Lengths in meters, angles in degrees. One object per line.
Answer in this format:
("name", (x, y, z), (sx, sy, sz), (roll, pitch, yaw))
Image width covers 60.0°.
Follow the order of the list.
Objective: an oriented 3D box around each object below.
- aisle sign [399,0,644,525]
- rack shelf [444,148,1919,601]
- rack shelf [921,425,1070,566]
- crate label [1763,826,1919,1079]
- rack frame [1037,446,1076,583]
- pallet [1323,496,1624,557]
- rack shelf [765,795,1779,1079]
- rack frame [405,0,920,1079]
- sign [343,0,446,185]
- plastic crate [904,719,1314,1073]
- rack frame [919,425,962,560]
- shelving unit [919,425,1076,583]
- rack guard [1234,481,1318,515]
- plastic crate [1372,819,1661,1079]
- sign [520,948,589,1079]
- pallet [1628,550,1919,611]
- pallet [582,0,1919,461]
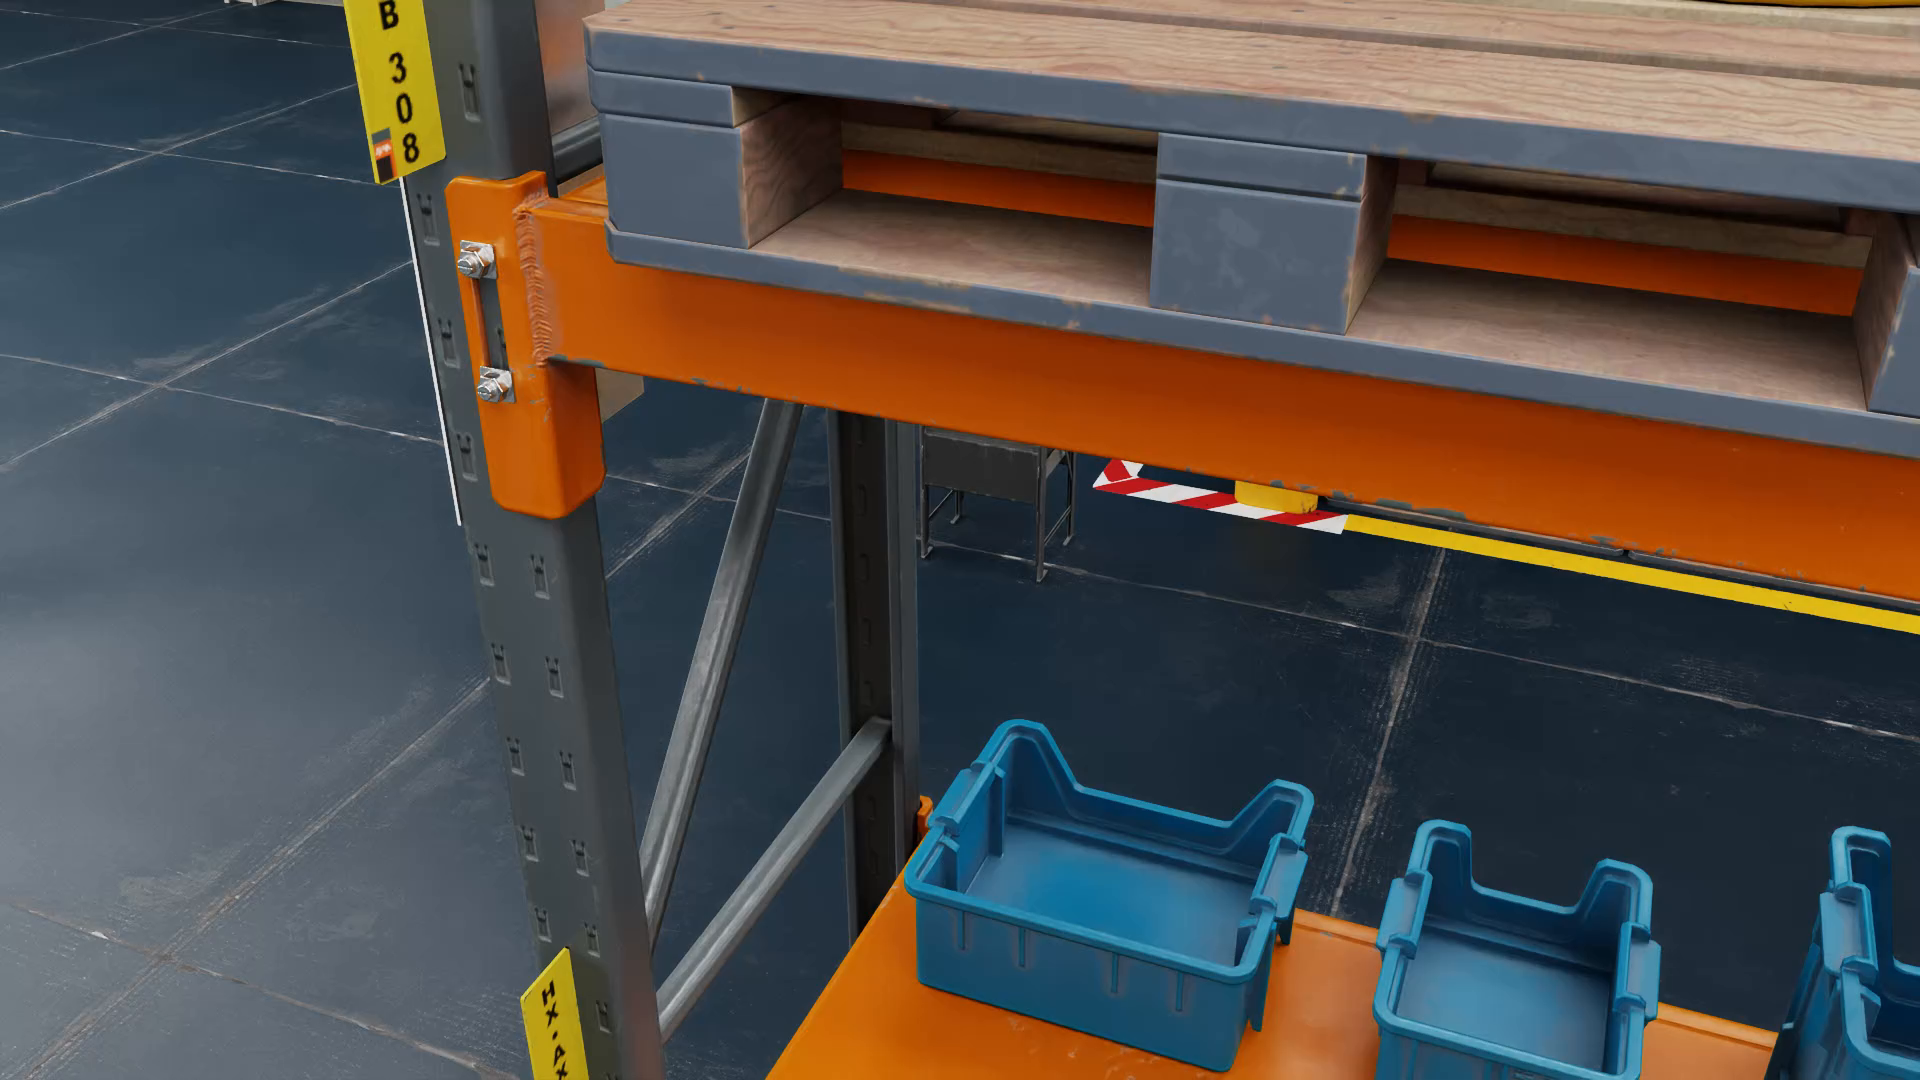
("aisle sign", (-0.495, -0.449, 1.854), (0.004, 0.787, 0.394), (11, 31, 19))
("rack shelf", (1.535, -0.060, 1.491), (4.000, 0.370, 1.077), (11, 31, 19))
("rack shelf", (0.153, -0.262, 6.530), (0.480, 0.518, 0.431), (11, 31, 19))
("crate label", (1.489, 0.764, 2.314), (0.616, 0.435, 0.502), (11, 31, 19))
("rack frame", (0.379, -0.838, 6.099), (0.015, 2.100, 0.400), (11, 31, 19))
("pallet", (2.272, -0.359, 7.171), (1.213, 0.211, 1.003), (11, 31, 19))
("rack shelf", (1.535, 1.245, 2.229), (4.000, 0.370, 1.077), (11, 31, 19))
("rack frame", (-0.319, 0.564, 2.704), (0.053, 2.616, 0.949), (11, 31, 19))
("sign", (-0.529, -0.497, 1.524), (0.005, 0.325, 0.100), (11, 31, 19))
("plastic crate", (0.259, 0.583, 2.821), (0.616, 0.251, 0.499), (11, 31, 19))
("rack frame", (-0.073, -0.929, 6.259), (0.015, 2.100, 0.400), (11, 31, 19))
("shelving unit", (0.153, -0.883, 6.179), (0.503, 2.100, 0.431), (11, 31, 19))
("rack guard", (1.526, -0.612, 7.324), (0.348, 0.500, 1.175), (11, 31, 19))
("plastic crate", (0.858, 0.706, 2.604), (0.408, 0.251, 0.499), (11, 31, 19))
("sign", (-0.529, 0.692, 2.196), (0.005, 0.325, 0.100), (11, 31, 19))
("pallet", (3.399, -0.133, 6.770), (1.213, 0.211, 1.003), (11, 31, 19))
("pallet", (0.412, -0.464, 1.666), (1.213, 0.211, 1.003), (11, 31, 19))
